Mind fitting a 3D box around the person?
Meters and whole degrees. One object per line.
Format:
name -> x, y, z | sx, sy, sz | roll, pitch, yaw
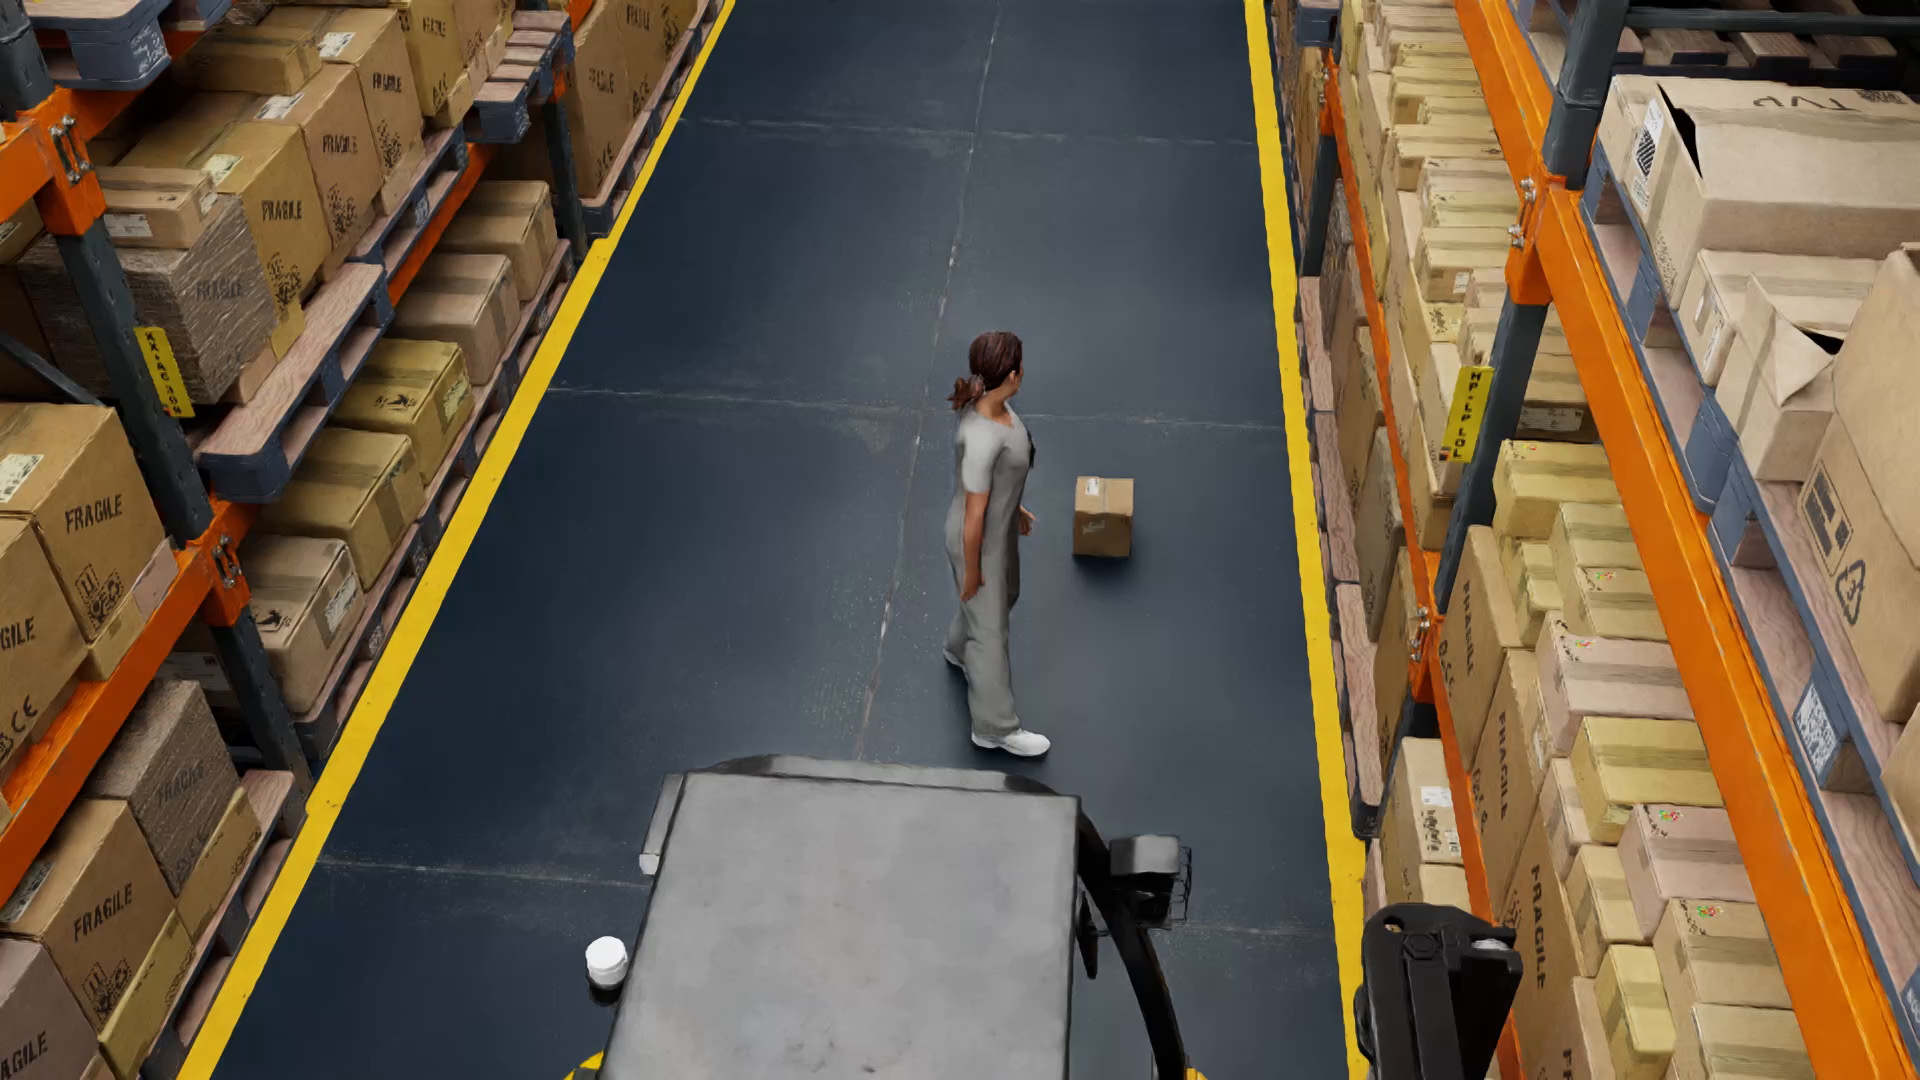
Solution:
person -> 0.144, 0.018, 6.156 | 0.538, 1.663, 0.598 | 10, 41, 11
